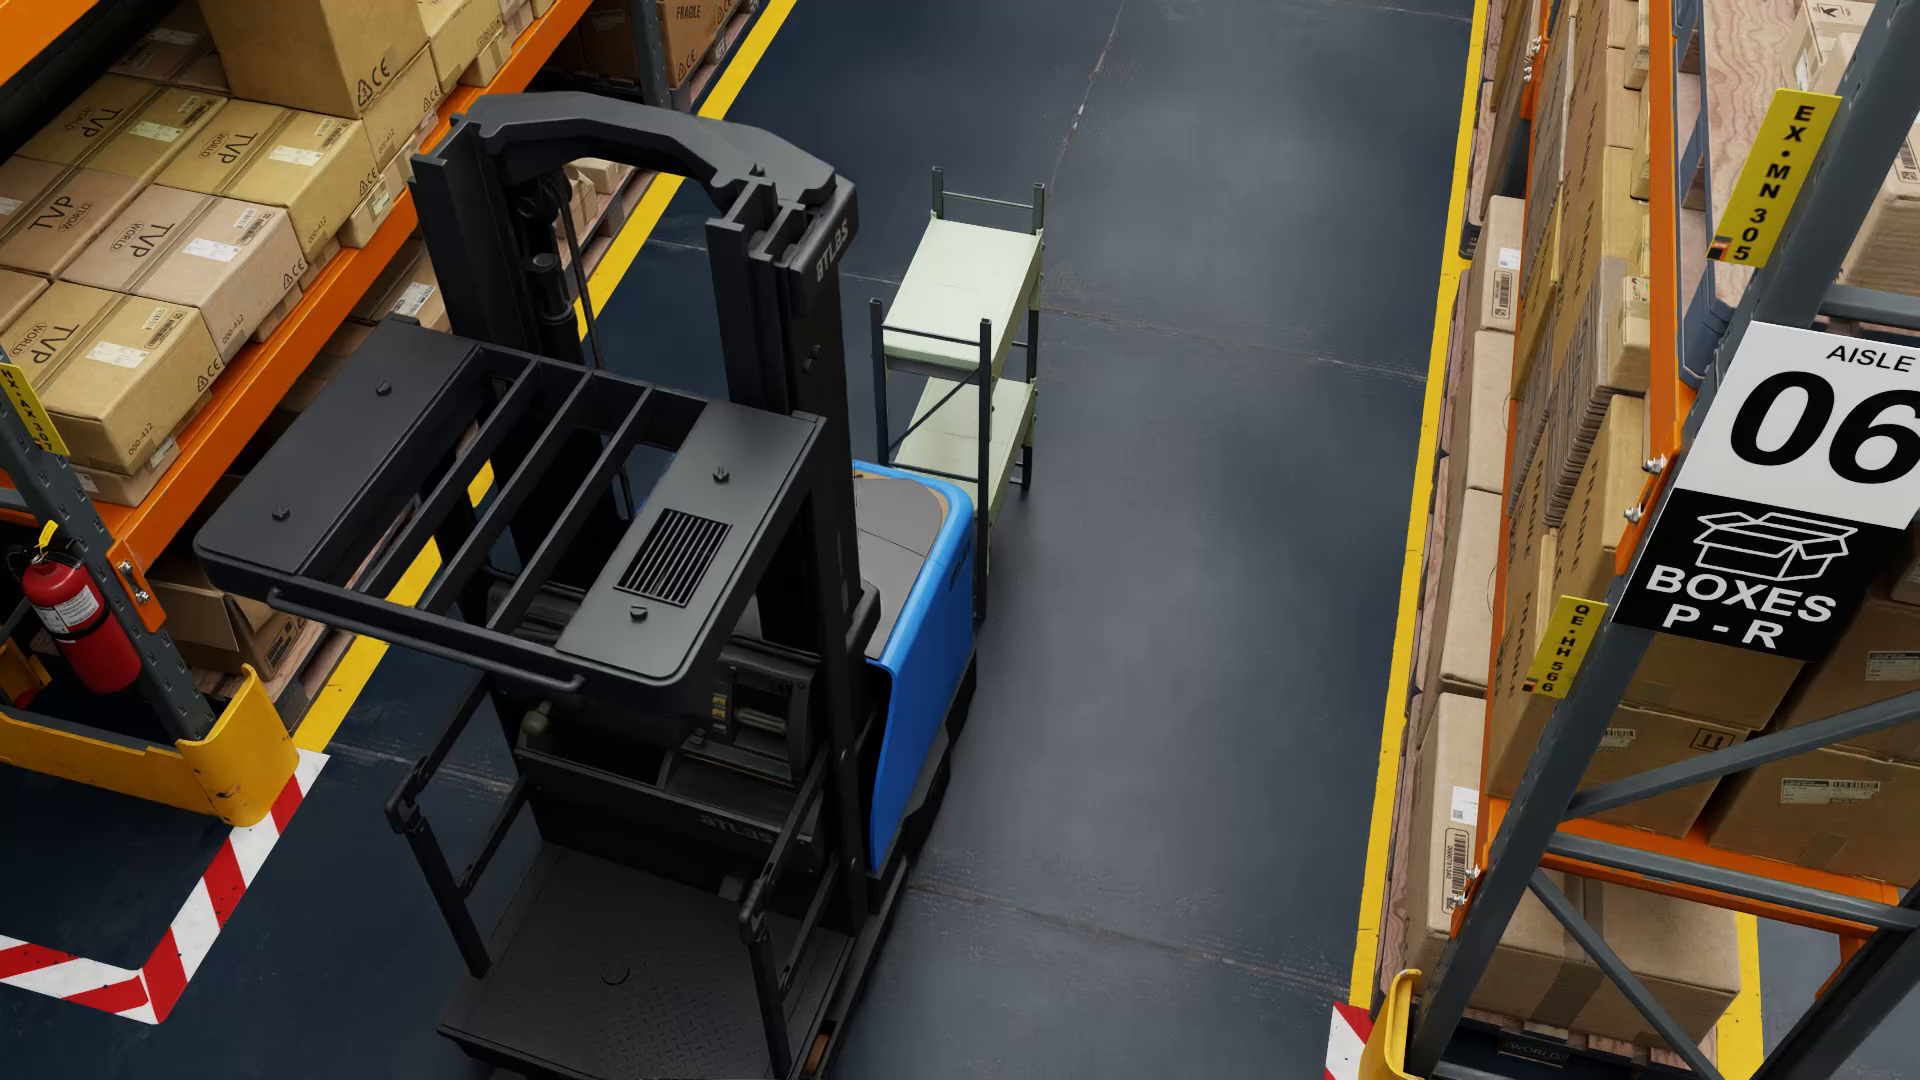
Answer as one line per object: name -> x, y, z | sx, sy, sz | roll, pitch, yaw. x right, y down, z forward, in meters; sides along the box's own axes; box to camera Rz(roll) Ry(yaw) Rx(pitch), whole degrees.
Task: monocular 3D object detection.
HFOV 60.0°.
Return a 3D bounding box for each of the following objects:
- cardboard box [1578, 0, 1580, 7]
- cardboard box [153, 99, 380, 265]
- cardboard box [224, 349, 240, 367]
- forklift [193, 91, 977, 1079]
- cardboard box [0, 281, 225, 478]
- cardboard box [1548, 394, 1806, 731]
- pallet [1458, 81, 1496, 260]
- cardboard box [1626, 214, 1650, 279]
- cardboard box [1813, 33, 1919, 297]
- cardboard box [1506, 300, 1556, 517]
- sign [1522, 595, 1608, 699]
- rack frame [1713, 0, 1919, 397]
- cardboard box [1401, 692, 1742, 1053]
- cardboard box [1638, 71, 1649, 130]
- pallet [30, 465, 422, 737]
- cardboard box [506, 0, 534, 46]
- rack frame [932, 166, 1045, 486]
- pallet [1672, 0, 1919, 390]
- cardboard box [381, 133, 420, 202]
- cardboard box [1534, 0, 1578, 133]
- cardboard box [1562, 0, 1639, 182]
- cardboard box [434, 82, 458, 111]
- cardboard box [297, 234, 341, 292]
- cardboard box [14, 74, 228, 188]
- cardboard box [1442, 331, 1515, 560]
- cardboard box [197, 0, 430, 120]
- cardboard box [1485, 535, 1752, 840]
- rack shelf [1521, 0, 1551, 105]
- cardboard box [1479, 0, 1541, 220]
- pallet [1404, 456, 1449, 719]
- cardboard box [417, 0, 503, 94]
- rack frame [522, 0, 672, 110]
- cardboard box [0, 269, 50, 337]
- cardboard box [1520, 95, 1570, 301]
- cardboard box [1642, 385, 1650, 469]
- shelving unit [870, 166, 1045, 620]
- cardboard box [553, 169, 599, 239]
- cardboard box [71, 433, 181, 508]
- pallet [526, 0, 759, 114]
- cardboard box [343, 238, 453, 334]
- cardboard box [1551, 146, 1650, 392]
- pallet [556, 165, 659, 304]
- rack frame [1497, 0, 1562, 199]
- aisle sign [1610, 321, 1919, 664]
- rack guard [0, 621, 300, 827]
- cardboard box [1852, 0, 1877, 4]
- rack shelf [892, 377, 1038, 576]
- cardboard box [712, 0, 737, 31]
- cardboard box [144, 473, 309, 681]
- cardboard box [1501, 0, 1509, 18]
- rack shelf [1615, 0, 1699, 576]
cardboard box -> 2.499, -2.150, 5.832 | 0.500, 0.500, 0.500 | 12, 50, 10
cardboard box -> -2.343, -1.222, 5.648 | 0.500, 0.250, 0.500 | 11, 49, 9
cardboard box -> -2.576, -0.657, 5.415 | 0.380, 0.149, 0.250 | 11, 49, 10
forklift -> -0.896, 0.503, 4.270 | 1.130, 2.935, 3.031 | 14, 50, 12
cardboard box -> -2.605, -0.490, 5.002 | 0.500, 0.250, 0.500 | 12, 50, 10
cardboard box -> 1.702, 0.051, 3.890 | 0.500, 0.500, 0.500 | 13, 50, 11
pallet -> 2.988, -1.733, 8.058 | 1.003, 0.211, 1.213 | 12, 50, 10
cardboard box -> 1.843, -0.633, 4.061 | 0.380, 0.149, 0.250 | 13, 50, 11
cardboard box -> 1.836, -0.648, 2.992 | 0.500, 0.250, 0.500 | 7, 49, 7
cardboard box -> 1.949, -0.358, 4.917 | 0.500, 0.500, 0.500 | 13, 50, 11
sign -> 1.285, 0.232, 3.533 | 0.100, 0.325, 0.005 | 12, 50, 10
rack frame -> 1.805, -1.175, 1.704 | 1.000, 3.000, 0.127 | 12, 50, 10
cardboard box -> 1.882, 1.022, 5.195 | 0.875, 0.438, 0.875 | 10, 49, 9
cardboard box -> 2.076, -1.187, 4.550 | 0.380, 0.149, 0.250 | 13, 50, 11
pallet -> -2.756, 0.125, 6.418 | 1.003, 0.211, 1.213 | 12, 50, 10
cardboard box -> -1.960, -2.126, 6.712 | 0.380, 0.149, 0.250 | 13, 50, 11
rack frame -> 0.098, -0.766, 6.344 | 0.400, 1.500, 0.023 | 12, 50, 10
pallet -> 1.990, -0.691, 3.337 | 1.003, 0.211, 1.213 | 12, 50, 10
cardboard box -> -2.197, -1.383, 6.057 | 0.380, 0.149, 0.250 | 13, 50, 11
cardboard box -> 2.482, -1.828, 6.215 | 0.500, 0.500, 0.500 | 13, 50, 11
cardboard box -> 2.214, -1.418, 5.186 | 0.500, 0.500, 0.500 | 12, 50, 11
cardboard box -> -2.176, -1.771, 6.399 | 0.380, 0.149, 0.250 | 12, 50, 11
cardboard box -> -2.386, -1.021, 5.737 | 0.380, 0.149, 0.250 | 12, 50, 11
cardboard box -> -2.848, -1.330, 5.744 | 0.500, 0.250, 0.500 | 13, 50, 11
cardboard box -> 2.354, -0.293, 6.356 | 0.875, 0.438, 0.875 | 10, 49, 9
cardboard box -> -2.211, -1.823, 5.679 | 0.500, 0.500, 0.500 | 13, 50, 11
cardboard box -> 1.677, 0.376, 4.269 | 0.500, 0.500, 0.500 | 12, 50, 10
rack shelf -> 3.384, -3.291, 8.053 | 1.077, 0.370, 4.000 | 12, 50, 10
cardboard box -> 2.944, -1.983, 7.555 | 0.875, 0.875, 0.875 | 13, 50, 11
pallet -> 2.263, 0.260, 6.299 | 1.003, 0.211, 1.213 | 12, 50, 10
cardboard box -> -2.092, -1.968, 6.307 | 0.500, 0.250, 0.500 | 11, 50, 10
rack frame -> -1.932, -3.060, 7.369 | 1.000, 3.000, 0.127 | 12, 50, 10
cardboard box -> -3.120, -0.600, 5.100 | 0.500, 0.250, 0.500 | 13, 50, 11
cardboard box -> 2.208, -1.106, 5.578 | 0.500, 0.500, 0.500 | 12, 50, 10
cardboard box -> 1.750, -0.256, 3.728 | 0.380, 0.149, 0.250 | 12, 50, 11
shelving unit -> 0.002, -0.501, 6.111 | 0.431, 1.500, 0.755 | 12, 50, 10
cardboard box -> -1.889, -1.575, 7.601 | 0.396, 0.266, 0.258 | 13, 50, 11
cardboard box -> -2.634, -0.267, 5.071 | 0.380, 0.149, 0.250 | 11, 50, 10
pallet -> -1.754, -2.733, 8.940 | 1.003, 0.211, 1.213 | 12, 50, 10
cardboard box -> -2.234, -0.875, 6.828 | 0.500, 0.500, 0.500 | 12, 50, 11
cardboard box -> 1.945, -0.690, 4.544 | 0.500, 0.500, 0.500 | 11, 50, 10
pallet -> -2.114, -1.640, 7.976 | 1.003, 0.211, 1.213 | 12, 50, 10
rack frame -> 2.858, -2.083, 6.506 | 1.000, 3.000, 0.127 | 12, 50, 10
aisle sign -> 1.487, -0.059, 2.986 | 0.394, 0.787, 0.004 | 12, 50, 10
rack guard -> -2.965, 0.606, 5.801 | 1.175, 0.500, 0.348 | 12, 50, 10
cardboard box -> 2.247, -1.397, 3.614 | 0.500, 0.311, 0.500 | 12, 50, 11
rack shelf -> 0.002, -0.285, 6.355 | 0.431, 0.370, 0.720 | 12, 50, 10
cardboard box -> -1.457, -3.064, 8.760 | 0.500, 0.500, 0.500 | 11, 49, 10
cardboard box -> -2.732, 0.097, 5.967 | 0.797, 0.503, 0.637 | 10, 49, 9
cardboard box -> 3.410, -3.284, 8.704 | 0.875, 0.875, 0.875 | 12, 50, 10
rack shelf -> 2.331, -1.391, 4.375 | 1.077, 0.370, 4.000 | 12, 50, 10
